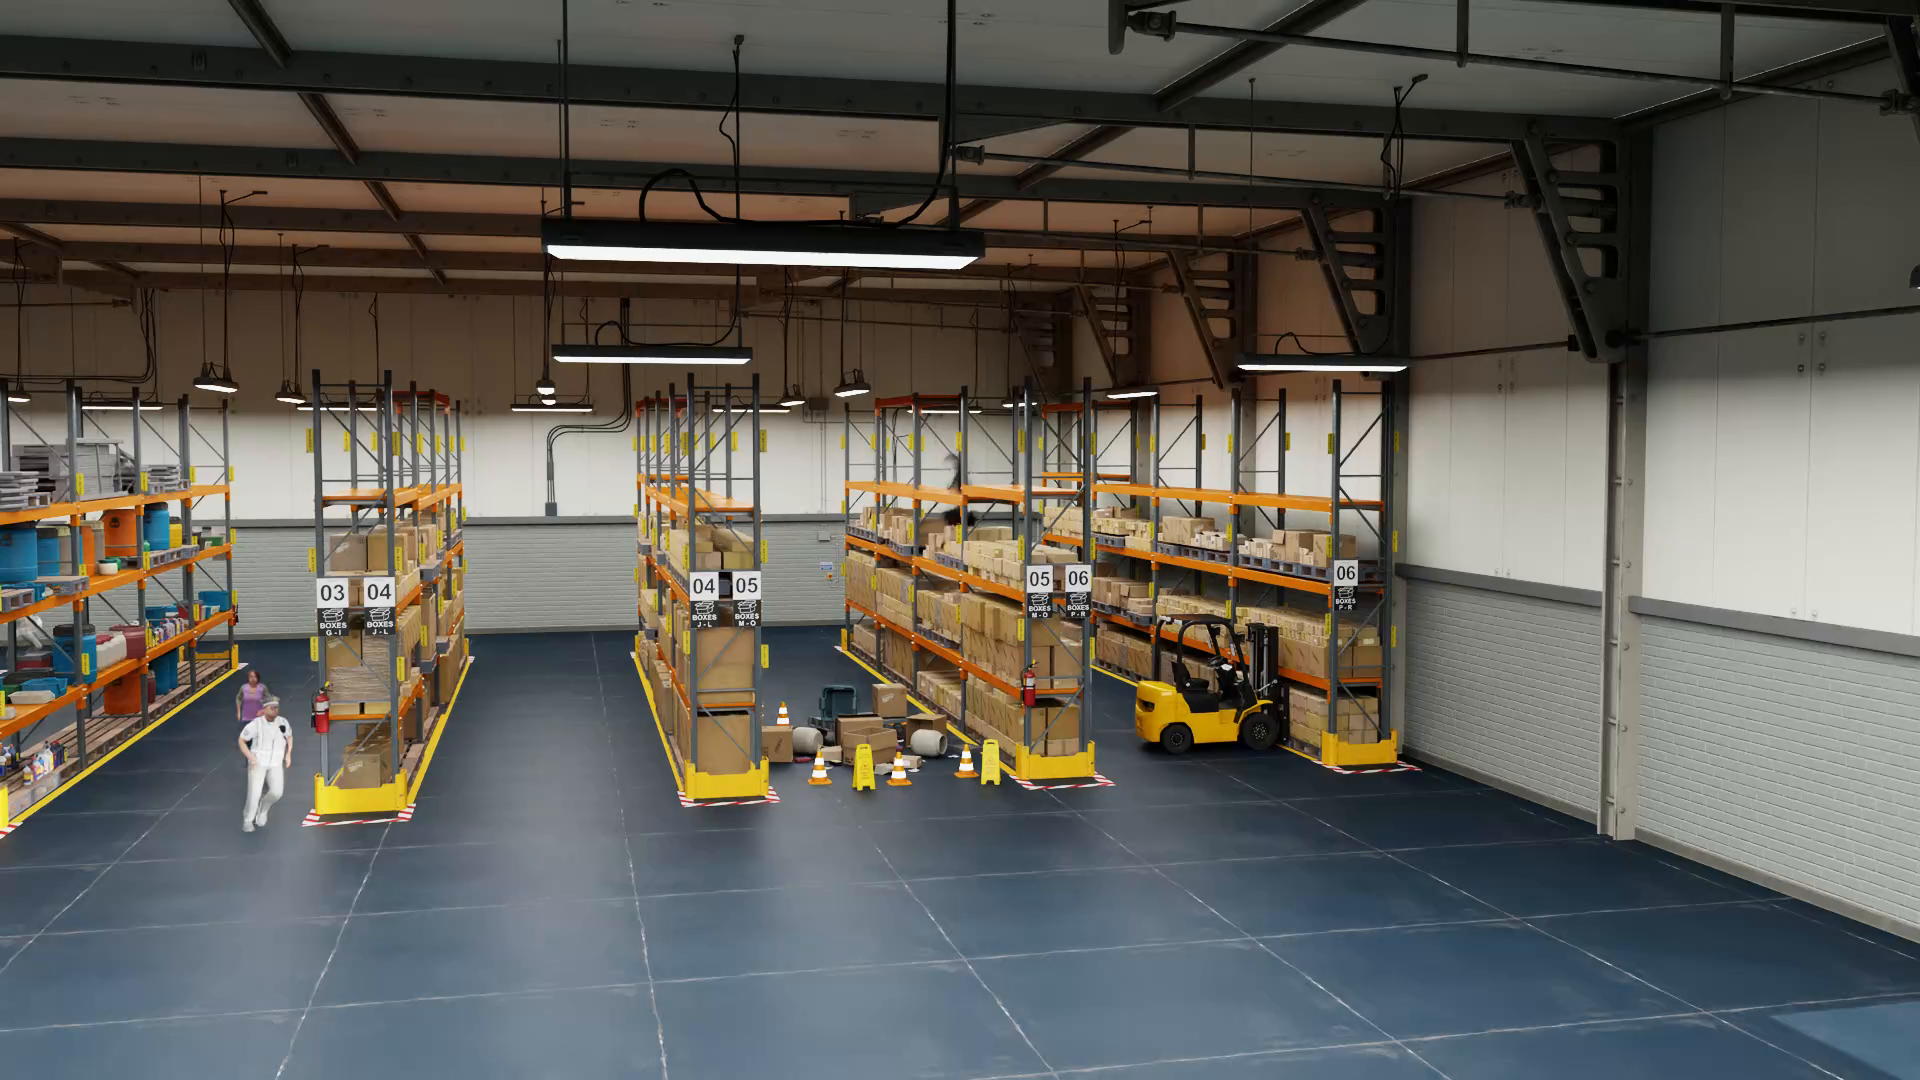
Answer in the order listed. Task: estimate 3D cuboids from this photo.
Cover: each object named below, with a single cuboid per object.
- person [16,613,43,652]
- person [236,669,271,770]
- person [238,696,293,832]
[{"bbox_3d":[-20.701,2.079,36.920,0.683,1.631,0.729,1,3,11],"label":"person"},{"bbox_3d":[-10.669,2.777,25.150,0.542,1.616,0.732,-1,3,-16],"label":"person"},{"bbox_3d":[-8.992,2.898,21.635,0.719,1.725,0.541,-3,4,-38],"label":"person"}]
